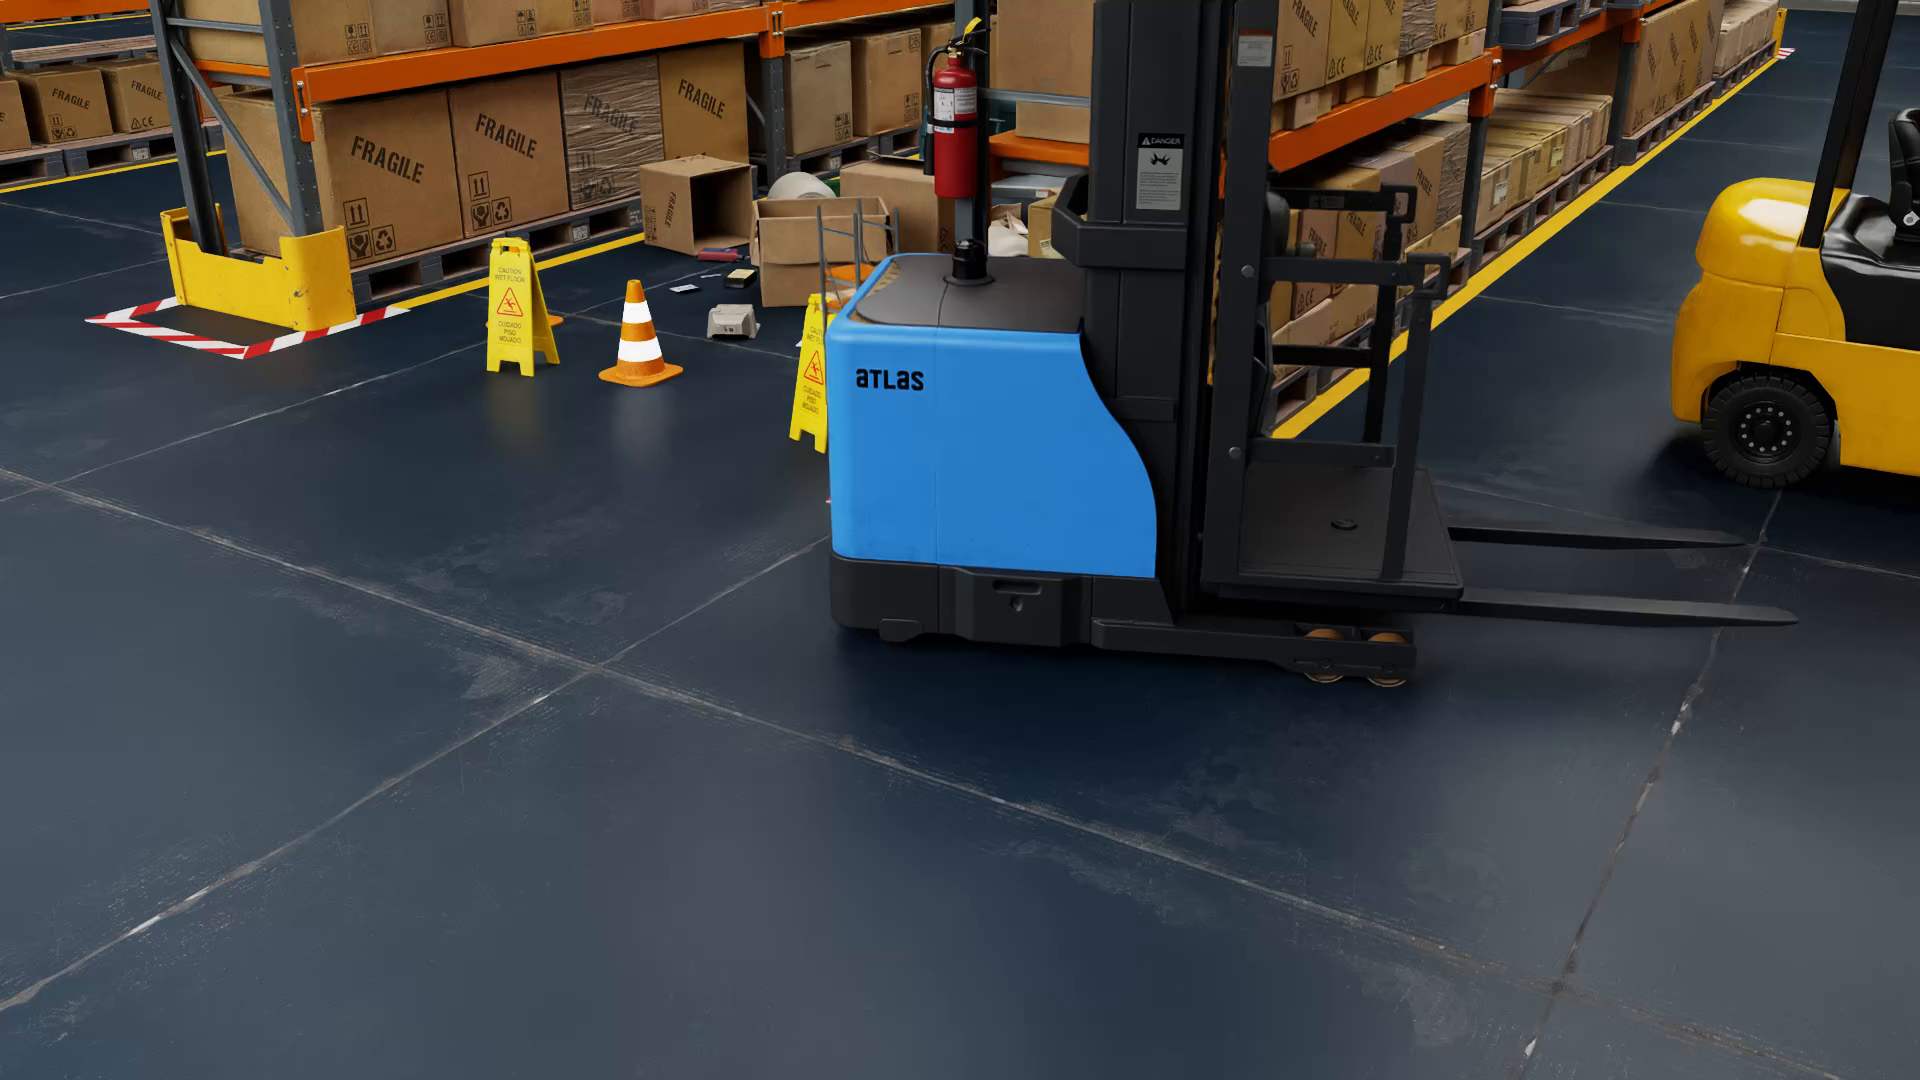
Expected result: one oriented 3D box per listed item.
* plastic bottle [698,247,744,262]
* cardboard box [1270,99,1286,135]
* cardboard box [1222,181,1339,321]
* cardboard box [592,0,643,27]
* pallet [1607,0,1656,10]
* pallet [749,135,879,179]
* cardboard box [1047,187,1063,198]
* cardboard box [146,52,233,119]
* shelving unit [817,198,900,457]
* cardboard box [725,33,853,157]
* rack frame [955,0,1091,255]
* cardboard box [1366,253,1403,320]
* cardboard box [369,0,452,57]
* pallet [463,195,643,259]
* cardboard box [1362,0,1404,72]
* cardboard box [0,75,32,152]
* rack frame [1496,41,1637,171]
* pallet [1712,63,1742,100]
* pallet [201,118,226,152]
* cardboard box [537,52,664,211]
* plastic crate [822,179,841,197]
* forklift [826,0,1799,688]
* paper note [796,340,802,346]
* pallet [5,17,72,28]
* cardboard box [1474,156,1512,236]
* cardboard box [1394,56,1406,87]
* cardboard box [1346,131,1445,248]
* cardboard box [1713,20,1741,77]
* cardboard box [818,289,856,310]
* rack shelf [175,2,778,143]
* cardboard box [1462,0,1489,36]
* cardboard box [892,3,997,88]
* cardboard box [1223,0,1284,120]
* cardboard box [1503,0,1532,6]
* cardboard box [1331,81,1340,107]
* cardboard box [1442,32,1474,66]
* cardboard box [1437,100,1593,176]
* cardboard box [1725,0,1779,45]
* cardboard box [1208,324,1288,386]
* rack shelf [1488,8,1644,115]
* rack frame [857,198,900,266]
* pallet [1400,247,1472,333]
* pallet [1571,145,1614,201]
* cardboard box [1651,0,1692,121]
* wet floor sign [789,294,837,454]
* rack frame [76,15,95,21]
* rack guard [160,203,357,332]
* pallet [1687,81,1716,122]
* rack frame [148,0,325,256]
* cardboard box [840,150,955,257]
[{"bbox_3d":[-1.454,-1.751,10.219,0.283,0.061,0.133,5,24,11],"label":"plastic bottle"},{"bbox_3d":[1.120,-1.769,6.878,0.380,0.149,0.250,13,27,27],"label":"cardboard box"},{"bbox_3d":[1.380,-1.327,7.529,0.500,0.500,0.500,13,26,27],"label":"cardboard box"},{"bbox_3d":[-2.554,-3.600,10.601,0.875,0.550,0.550,14,27,29],"label":"cardboard box"},{"bbox_3d":[4.370,-4.002,11.960,1.213,0.211,1.003,14,27,29],"label":"pallet"},{"bbox_3d":[-1.370,-3.002,12.920,1.003,0.211,1.213,14,27,29],"label":"pallet"},{"bbox_3d":[0.824,-1.780,9.730,0.500,0.500,0.500,-7,24,-17],"label":"cardboard box"},{"bbox_3d":[-6.415,-3.803,13.878,0.500,0.500,0.500,-18,29,-36],"label":"cardboard box"},{"bbox_3d":[-0.359,-0.650,6.227,0.189,1.200,0.258,-18,27,-37],"label":"shelving unit"},{"bbox_3d":[-1.462,-3.395,12.619,1.050,0.750,0.750,14,27,29],"label":"cardboard box"},{"bbox_3d":[0.435,-1.653,6.292,1.000,3.000,0.127,14,27,29],"label":"rack frame"},{"bbox_3d":[1.917,-1.325,8.468,0.500,0.250,0.500,14,27,30],"label":"cardboard box"},{"bbox_3d":[-3.395,-3.050,9.330,0.875,0.550,0.550,14,27,29],"label":"cardboard box"},{"bbox_3d":[-2.824,-2.073,10.772,1.003,0.211,1.213,14,27,29],"label":"pallet"},{"bbox_3d":[1.720,-2.458,7.652,0.500,0.500,0.500,13,27,28],"label":"cardboard box"},{"bbox_3d":[-7.354,-3.191,12.464,0.500,0.500,0.500,-20,31,-39],"label":"cardboard box"},{"bbox_3d":[4.655,-4.353,12.529,1.000,3.000,0.127,14,27,29],"label":"rack frame"},{"bbox_3d":[7.233,-4.663,16.756,1.003,0.211,1.213,14,27,29],"label":"pallet"},{"bbox_3d":[-6.198,-3.566,14.221,1.003,0.211,1.213,14,27,29],"label":"pallet"},{"bbox_3d":[-2.577,-2.721,10.905,0.875,0.875,0.875,14,27,29],"label":"cardboard box"},{"bbox_3d":[-0.692,-2.409,11.505,0.662,0.188,0.450,-12,16,-26],"label":"plastic crate"},{"bbox_3d":[1.135,-1.112,5.130,3.031,2.935,1.130,4,24,8],"label":"forklift"},{"bbox_3d":[-0.757,-1.026,8.582,0.148,0.019,0.142,5,24,11],"label":"paper note"},{"bbox_3d":[-12.645,-6.957,22.056,1.003,0.211,1.213,14,27,29],"label":"pallet"},{"bbox_3d":[2.820,-2.167,10.259,0.950,0.372,0.625,14,27,30],"label":"cardboard box"},{"bbox_3d":[1.941,-2.291,8.083,0.380,0.149,0.250,13,27,28],"label":"cardboard box"},{"bbox_3d":[2.194,-1.850,8.736,0.500,0.500,0.500,14,27,30],"label":"cardboard box"},{"bbox_3d":[7.188,-4.909,16.511,0.875,0.438,0.875,13,27,28],"label":"cardboard box"},{"bbox_3d":[-0.590,-1.210,8.857,0.250,0.149,0.380,-12,26,-26],"label":"cardboard box"},{"bbox_3d":[-2.768,-3.001,10.311,1.077,0.370,4.000,14,27,29],"label":"rack shelf"},{"bbox_3d":[2.522,-2.983,8.865,0.500,0.500,0.500,13,27,28],"label":"cardboard box"},{"bbox_3d":[-0.001,-4.330,14.779,1.050,0.750,0.750,13,27,28],"label":"cardboard box"},{"bbox_3d":[0.921,-1.937,6.448,0.500,0.500,0.500,13,27,28],"label":"cardboard box"},{"bbox_3d":[3.105,-3.200,9.655,0.380,0.149,0.250,14,27,30],"label":"cardboard box"},{"bbox_3d":[1.490,-2.042,7.506,0.380,0.149,0.250,15,28,31],"label":"cardboard box"},{"bbox_3d":[2.509,-2.629,8.864,0.380,0.149,0.250,15,27,30],"label":"cardboard box"},{"bbox_3d":[3.966,-2.900,11.953,0.950,0.372,0.625,13,27,28],"label":"cardboard box"},{"bbox_3d":[8.612,-5.826,18.629,0.875,0.438,0.875,13,27,27],"label":"cardboard box"},{"bbox_3d":[1.096,-0.798,7.250,0.500,0.250,0.500,14,27,29],"label":"cardboard box"},{"bbox_3d":[3.600,-3.348,11.113,1.077,0.370,4.000,14,27,29],"label":"rack shelf"},{"bbox_3d":[-0.290,-0.673,6.282,0.006,1.200,0.240,-18,27,-37],"label":"rack frame"},{"bbox_3d":[2.221,-1.489,9.424,1.003,0.211,1.213,14,27,29],"label":"pallet"},{"bbox_3d":[4.242,-2.810,12.474,1.003,0.211,1.213,14,27,29],"label":"pallet"},{"bbox_3d":[5.564,-4.086,14.059,0.875,0.875,0.875,14,27,30],"label":"cardboard box"},{"bbox_3d":[-0.574,-0.732,7.129,0.232,0.644,0.267,-17,29,-35],"label":"wet floor sign"},{"bbox_3d":[-12.178,-8.507,22.125,1.000,3.000,0.127,14,27,29],"label":"rack frame"},{"bbox_3d":[-3.836,-1.501,9.087,1.175,0.500,0.348,14,27,29],"label":"rack guard"},{"bbox_3d":[6.422,-4.147,15.563,1.003,0.211,1.213,14,27,29],"label":"pallet"},{"bbox_3d":[-3.823,-2.656,8.609,1.000,3.000,0.127,14,27,29],"label":"rack frame"},{"bbox_3d":[-0.303,-2.010,10.089,0.797,0.637,0.503,14,27,29],"label":"cardboard box"}]
